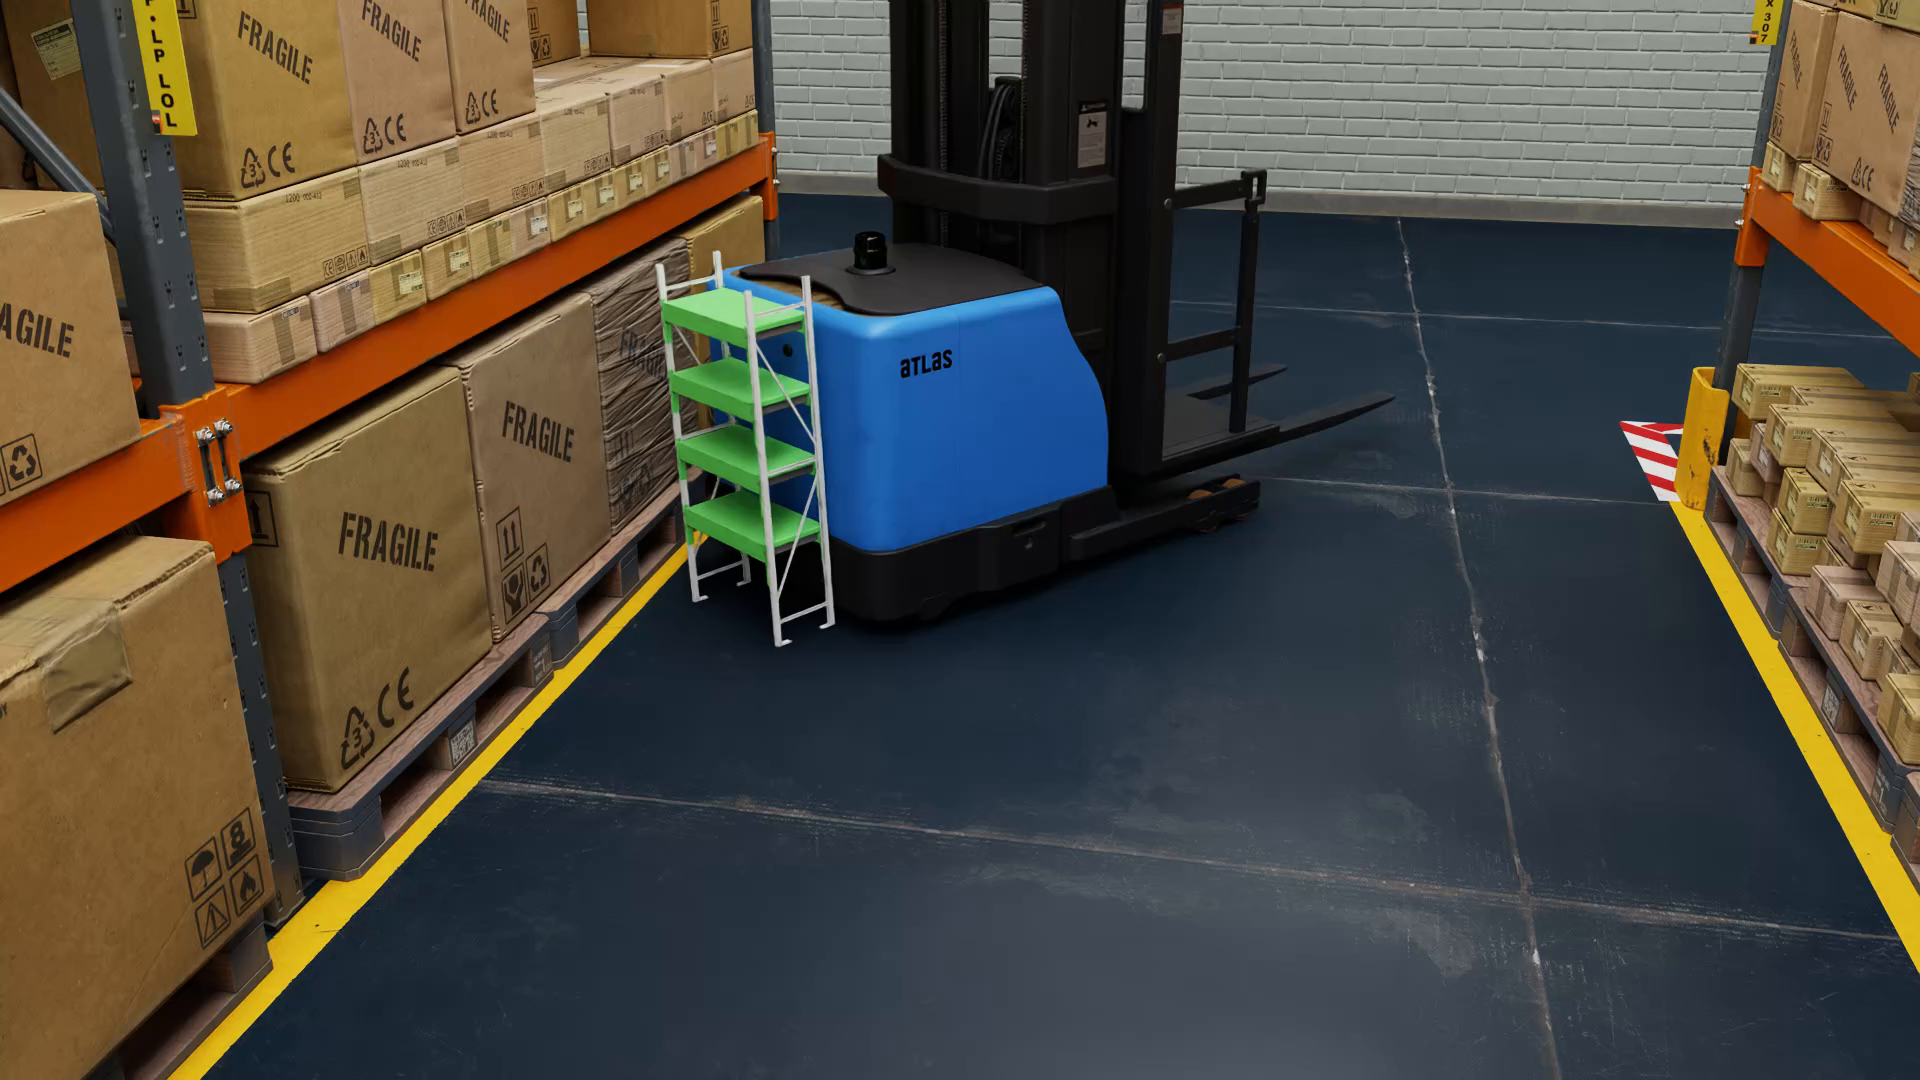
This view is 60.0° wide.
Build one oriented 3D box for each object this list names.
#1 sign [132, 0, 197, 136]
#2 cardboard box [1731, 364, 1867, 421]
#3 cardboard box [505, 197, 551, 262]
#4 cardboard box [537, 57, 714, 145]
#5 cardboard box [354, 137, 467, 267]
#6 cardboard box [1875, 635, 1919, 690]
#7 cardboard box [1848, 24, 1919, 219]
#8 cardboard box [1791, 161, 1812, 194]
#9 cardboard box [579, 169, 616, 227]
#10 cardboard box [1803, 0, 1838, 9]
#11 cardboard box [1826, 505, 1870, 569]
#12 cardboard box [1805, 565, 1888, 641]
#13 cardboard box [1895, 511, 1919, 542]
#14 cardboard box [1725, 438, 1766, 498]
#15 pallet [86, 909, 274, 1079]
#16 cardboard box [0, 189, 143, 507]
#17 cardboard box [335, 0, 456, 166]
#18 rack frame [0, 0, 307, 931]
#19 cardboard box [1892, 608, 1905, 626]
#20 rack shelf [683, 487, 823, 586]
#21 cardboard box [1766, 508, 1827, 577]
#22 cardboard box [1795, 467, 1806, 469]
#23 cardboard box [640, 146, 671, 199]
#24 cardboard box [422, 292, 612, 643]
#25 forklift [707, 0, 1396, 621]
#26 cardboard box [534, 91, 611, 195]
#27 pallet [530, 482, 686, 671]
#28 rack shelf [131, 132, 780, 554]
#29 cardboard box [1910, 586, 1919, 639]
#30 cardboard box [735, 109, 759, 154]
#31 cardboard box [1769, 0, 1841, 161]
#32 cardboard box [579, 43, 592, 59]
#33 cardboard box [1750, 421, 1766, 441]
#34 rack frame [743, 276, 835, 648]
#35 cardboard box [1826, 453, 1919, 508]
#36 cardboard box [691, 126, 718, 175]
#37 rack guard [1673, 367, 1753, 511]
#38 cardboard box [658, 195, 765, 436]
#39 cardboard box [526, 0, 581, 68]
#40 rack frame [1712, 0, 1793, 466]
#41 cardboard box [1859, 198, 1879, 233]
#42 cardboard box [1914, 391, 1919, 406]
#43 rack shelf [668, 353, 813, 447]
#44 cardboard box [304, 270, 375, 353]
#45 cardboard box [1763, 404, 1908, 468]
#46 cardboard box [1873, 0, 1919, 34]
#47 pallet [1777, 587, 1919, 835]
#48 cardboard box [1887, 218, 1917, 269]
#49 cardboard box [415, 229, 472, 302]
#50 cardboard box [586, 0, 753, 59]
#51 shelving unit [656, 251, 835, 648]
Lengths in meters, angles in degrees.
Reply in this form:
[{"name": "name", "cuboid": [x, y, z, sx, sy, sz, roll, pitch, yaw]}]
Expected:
[{"name": "sign", "cuboid": [-1.590, -0.971, 3.306, 0.100, 0.325, 0.005, 4, 22, 11]}, {"name": "cardboard box", "cuboid": [3.089, -0.539, 6.135, 0.380, 0.149, 0.250, 3, 22, 8]}, {"name": "cardboard box", "cuboid": [-1.473, -0.949, 5.031, 0.380, 0.149, 0.250, 5, 22, 12]}, {"name": "cardboard box", "cuboid": [-1.250, -1.657, 6.255, 0.500, 0.250, 0.500, 4, 22, 10]}, {"name": "cardboard box", "cuboid": [-1.664, -0.910, 4.402, 0.500, 0.250, 0.500, 4, 22, 11]}, {"name": "cardboard box", "cuboid": [2.789, 0.396, 4.609, 0.380, 0.149, 0.250, 5, 22, 12]}, {"name": "cardboard box", "cuboid": [2.970, -1.222, 4.840, 0.500, 0.500, 0.500, 5, 22, 12]}, {"name": "cardboard box", "cuboid": [3.130, -1.250, 5.779, 0.380, 0.149, 0.250, 5, 23, 13]}, {"name": "cardboard box", "cuboid": [-1.369, -1.141, 5.507, 0.380, 0.149, 0.250, 5, 22, 12]}, {"name": "cardboard box", "cuboid": [3.177, -2.061, 5.585, 0.500, 0.500, 0.500, 4, 22, 11]}, {"name": "cardboard box", "cuboid": [2.976, -0.013, 5.226, 0.380, 0.149, 0.250, 3, 22, 8]}, {"name": "cardboard box", "cuboid": [2.837, 0.202, 5.091, 0.380, 0.149, 0.250, 3, 22, 8]}, {"name": "cardboard box", "cuboid": [2.882, 0.043, 4.689, 0.380, 0.149, 0.250, 5, 22, 11]}, {"name": "cardboard box", "cuboid": [3.108, -0.262, 6.242, 0.380, 0.149, 0.250, 5, 22, 12]}, {"name": "pallet", "cuboid": [-2.206, 1.073, 3.407, 1.003, 0.211, 1.213, 4, 22, 11]}, {"name": "cardboard box", "cuboid": [-1.951, -0.363, 3.106, 0.500, 0.500, 0.500, 5, 22, 11]}, {"name": "cardboard box", "cuboid": [-1.667, -1.260, 4.266, 0.500, 0.500, 0.500, 4, 22, 11]}, {"name": "rack frame", "cuboid": [-2.123, -0.509, 3.601, 1.000, 3.000, 0.127, 4, 22, 11]}, {"name": "cardboard box", "cuboid": [2.896, 0.188, 4.728, 0.380, 0.149, 0.250, 6, 23, 13]}, {"name": "rack shelf", "cuboid": [-0.689, -0.021, 5.597, 0.258, 0.148, 0.480, -21, 30, -37]}, {"name": "cardboard box", "cuboid": [2.931, 0.017, 5.551, 0.380, 0.149, 0.250, 5, 22, 12]}, {"name": "cardboard box", "cuboid": [3.096, -0.203, 5.697, 0.380, 0.149, 0.250, 5, 22, 12]}, {"name": "cardboard box", "cuboid": [-1.264, -1.326, 5.967, 0.380, 0.149, 0.250, 4, 22, 10]}, {"name": "cardboard box", "cuboid": [-1.726, -0.282, 5.321, 0.875, 0.875, 0.875, 4, 22, 11]}, {"name": "forklift", "cuboid": [0.551, -1.522, 6.209, 3.031, 2.935, 1.130, -17, 28, -37]}, {"name": "cardboard box", "cuboid": [-1.456, -1.280, 5.319, 0.500, 0.250, 0.500, 4, 22, 11]}, {"name": "pallet", "cuboid": [-1.644, 0.065, 5.909, 1.003, 0.211, 1.213, 4, 22, 11]}, {"name": "rack shelf", "cuboid": [-1.715, -0.906, 5.552, 1.077, 0.370, 4.000, 4, 22, 11]}, {"name": "cardboard box", "cuboid": [2.681, 0.225, 4.237, 0.380, 0.149, 0.250, 3, 22, 8]}, {"name": "cardboard box", "cuboid": [-1.057, -1.700, 6.895, 0.380, 0.149, 0.250, 5, 22, 12]}, {"name": "cardboard box", "cuboid": [3.166, -1.598, 5.773, 0.500, 0.500, 0.500, 6, 23, 13]}, {"name": "cardboard box", "cuboid": [-1.669, -1.885, 6.821, 0.500, 0.250, 0.500, 4, 22, 9]}, {"name": "cardboard box", "cuboid": [3.170, -0.395, 6.174, 0.380, 0.149, 0.250, 5, 23, 13]}, {"name": "rack frame", "cuboid": [-0.537, -0.232, 5.306, 0.240, 1.200, 0.015, -21, 30, -37]}, {"name": "cardboard box", "cuboid": [2.938, -0.149, 5.166, 0.380, 0.149, 0.250, 5, 23, 13]}, {"name": "cardboard box", "cuboid": [-1.161, -1.512, 6.430, 0.380, 0.149, 0.250, 5, 22, 11]}, {"name": "rack guard", "cuboid": [3.513, -0.369, 6.601, 1.175, 0.500, 0.348, 4, 22, 11]}, {"name": "cardboard box", "cuboid": [-1.359, -0.941, 6.956, 0.875, 0.875, 0.875, 4, 22, 11]}, {"name": "cardboard box", "cuboid": [-1.771, -2.050, 6.227, 0.500, 0.500, 0.500, 4, 22, 10]}, {"name": "rack frame", "cuboid": [3.528, -1.556, 6.203, 1.000, 3.000, 0.127, 4, 22, 11]}, {"name": "cardboard box", "cuboid": [3.104, -1.051, 5.283, 0.380, 0.149, 0.250, 6, 23, 13]}, {"name": "cardboard box", "cuboid": [3.561, -0.404, 5.800, 0.380, 0.149, 0.250, 5, 22, 12]}, {"name": "rack shelf", "cuboid": [-0.706, -0.461, 5.405, 0.258, 0.148, 0.480, -21, 30, -37]}, {"name": "cardboard box", "cuboid": [-1.683, -0.571, 4.092, 0.380, 0.149, 0.250, 4, 22, 9]}, {"name": "cardboard box", "cuboid": [2.974, -0.347, 5.657, 0.380, 0.149, 0.250, 4, 22, 11]}, {"name": "cardboard box", "cuboid": [2.952, -1.687, 4.657, 0.500, 0.500, 0.500, 4, 22, 10]}, {"name": "pallet", "cuboid": [3.061, 0.504, 4.819, 1.003, 0.211, 1.213, 4, 22, 11]}, {"name": "cardboard box", "cuboid": [2.947, -0.865, 4.823, 0.380, 0.149, 0.250, 4, 22, 10]}, {"name": "cardboard box", "cuboid": [-1.578, -0.764, 4.571, 0.380, 0.149, 0.250, 4, 22, 9]}, {"name": "cardboard box", "cuboid": [-1.149, -2.190, 6.574, 0.500, 0.500, 0.500, 5, 22, 12]}, {"name": "shelving unit", "cuboid": [-0.700, -0.300, 5.475, 0.258, 1.200, 0.503, -21, 30, -37]}]
